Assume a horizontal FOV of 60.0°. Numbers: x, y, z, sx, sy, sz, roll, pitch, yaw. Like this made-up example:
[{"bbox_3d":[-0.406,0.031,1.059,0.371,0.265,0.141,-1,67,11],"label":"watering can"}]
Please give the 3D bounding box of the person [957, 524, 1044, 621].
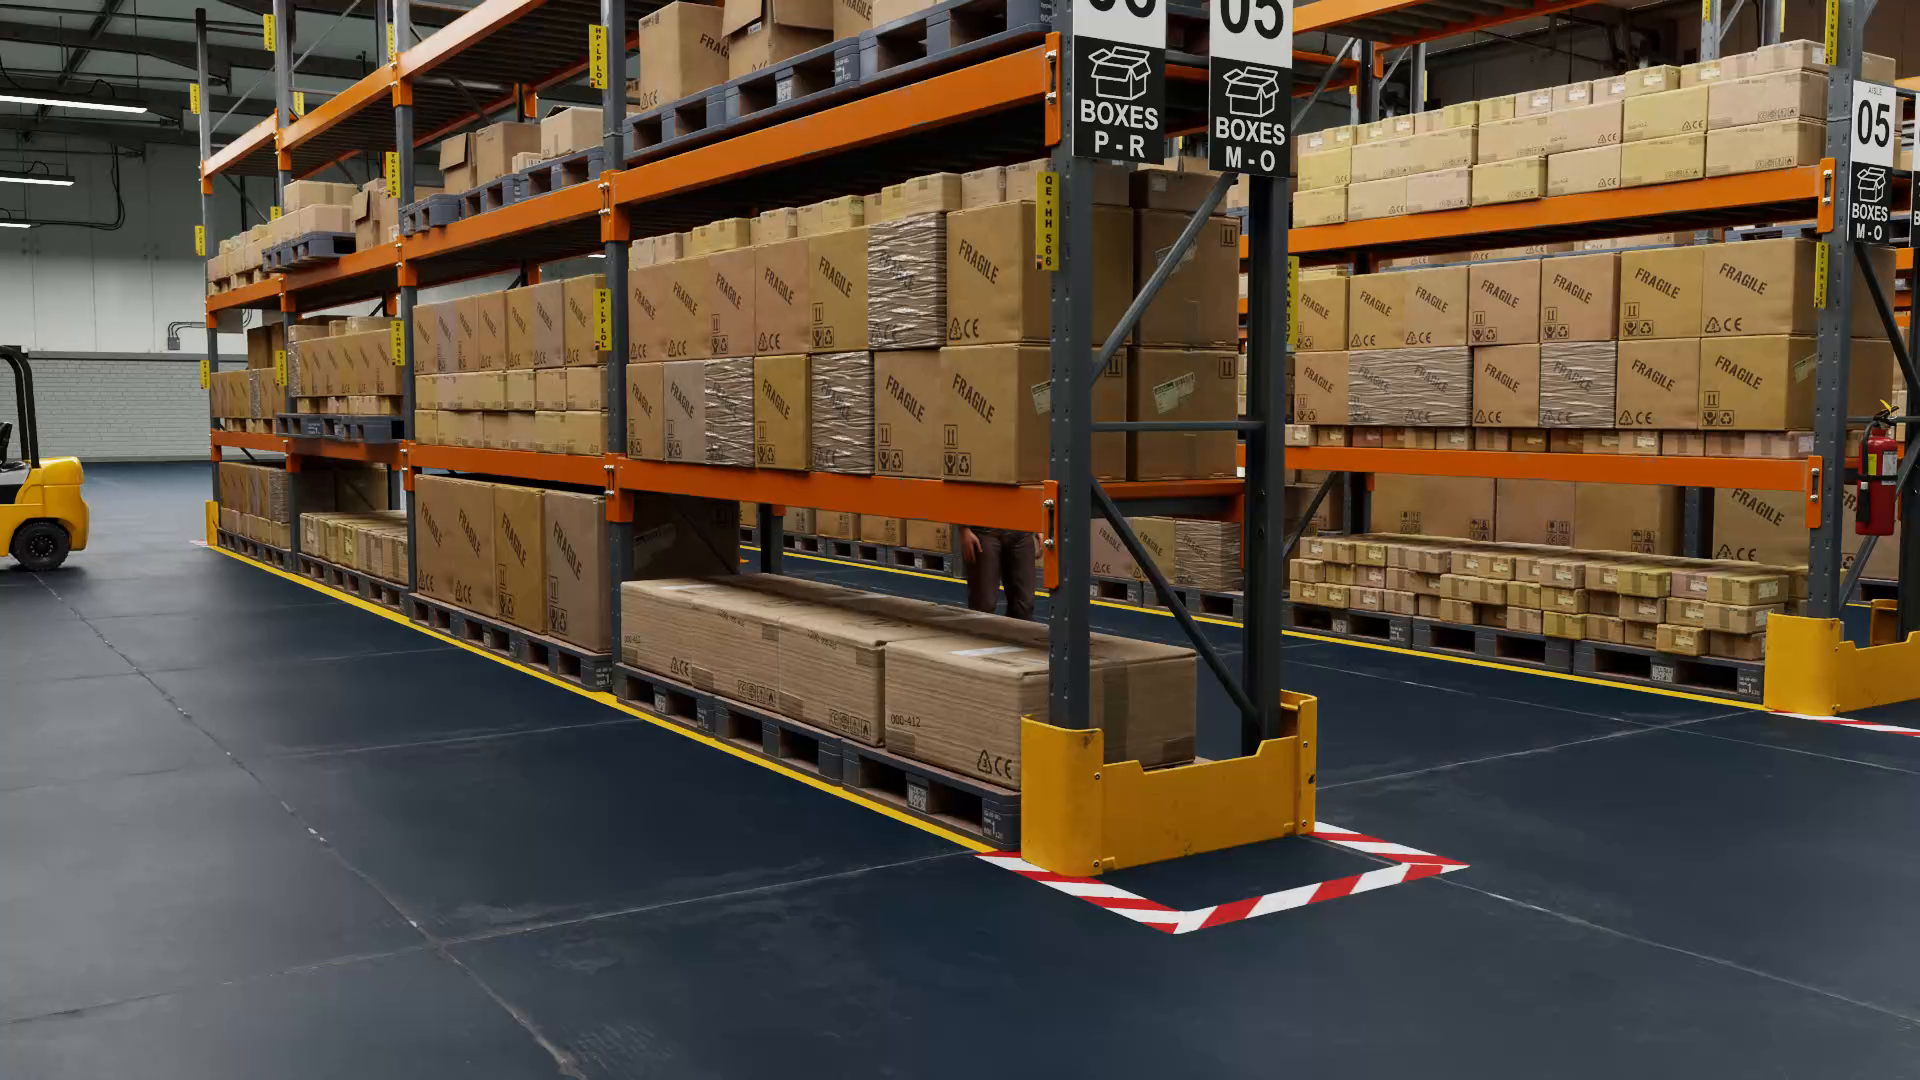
[{"bbox_3d":[0.215,-0.020,9.201,0.581,1.721,0.418,-3,5,-33],"label":"person"}]
